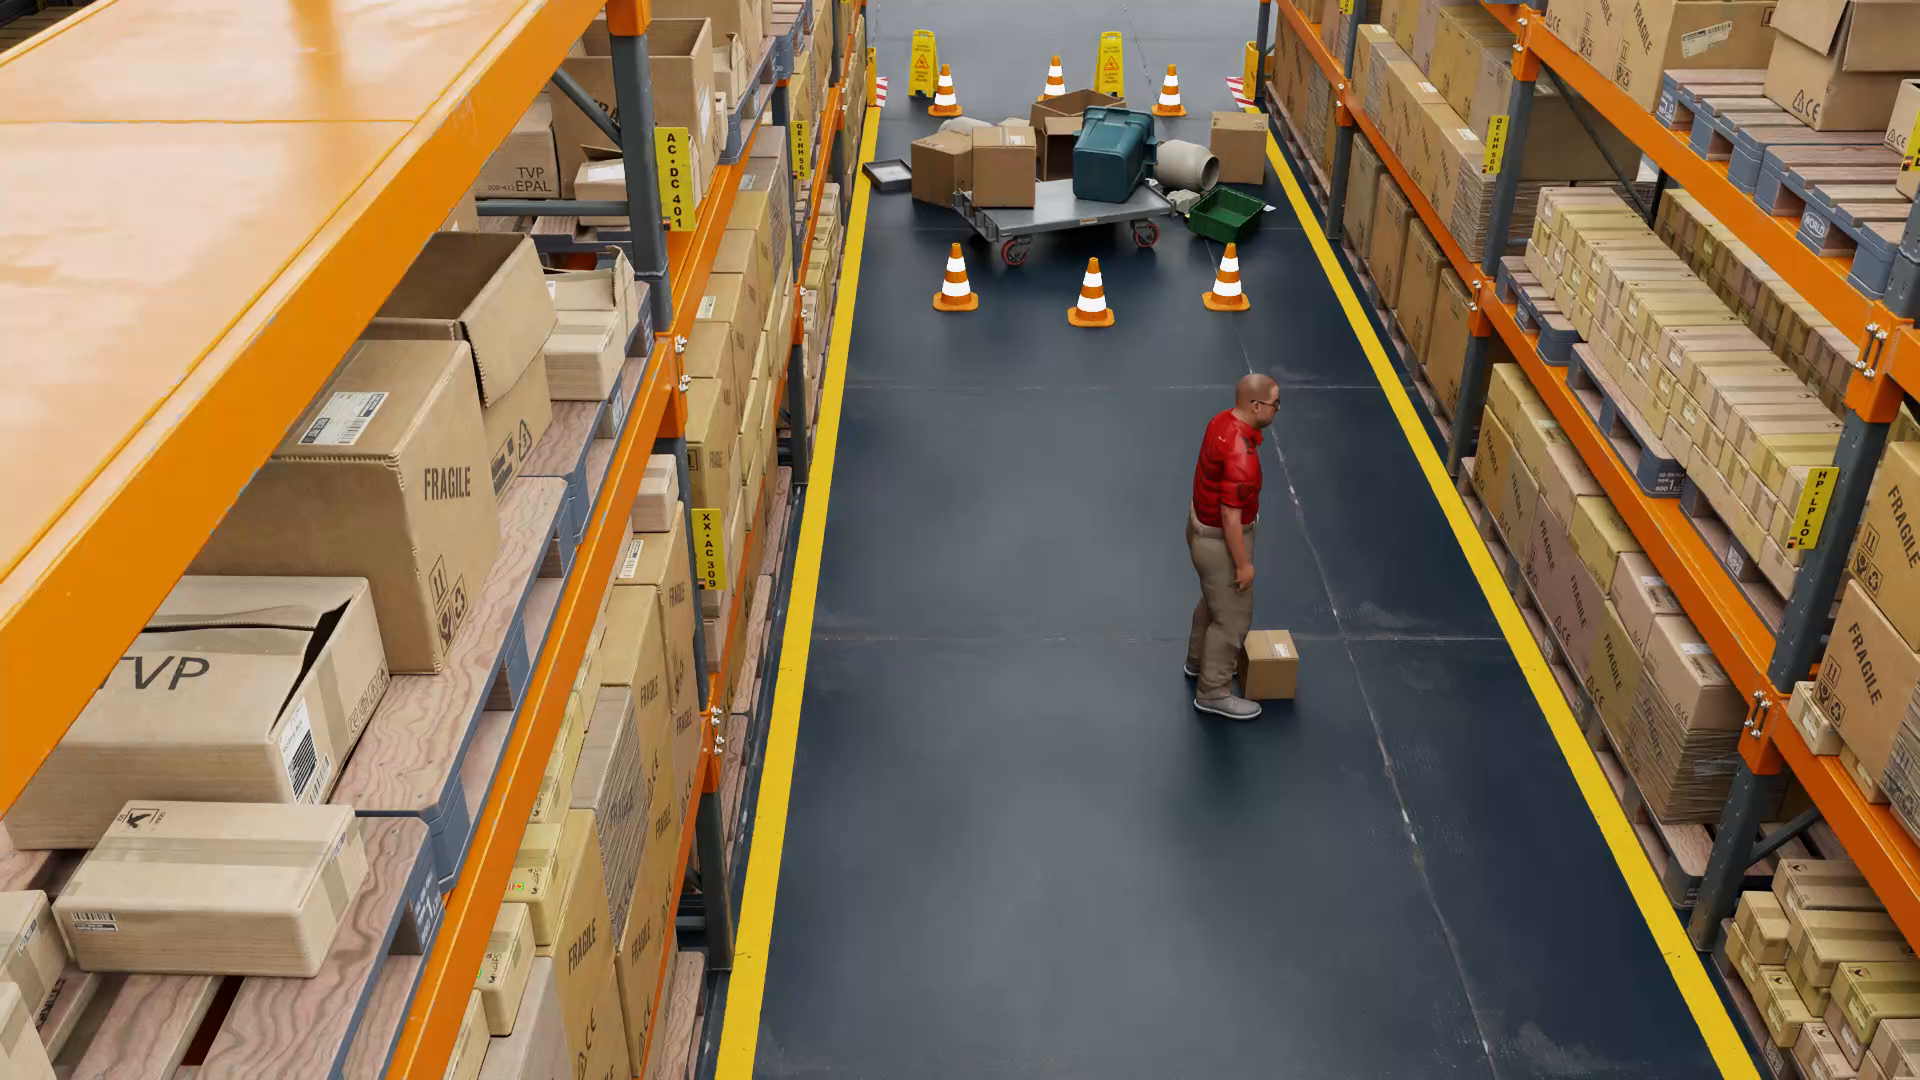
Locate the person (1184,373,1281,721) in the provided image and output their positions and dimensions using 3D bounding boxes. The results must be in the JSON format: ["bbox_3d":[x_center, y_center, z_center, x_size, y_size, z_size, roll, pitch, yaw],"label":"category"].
[{"bbox_3d":[1.287,0.002,7.949,0.390,1.727,0.585,0,31,0],"label":"person"}]
